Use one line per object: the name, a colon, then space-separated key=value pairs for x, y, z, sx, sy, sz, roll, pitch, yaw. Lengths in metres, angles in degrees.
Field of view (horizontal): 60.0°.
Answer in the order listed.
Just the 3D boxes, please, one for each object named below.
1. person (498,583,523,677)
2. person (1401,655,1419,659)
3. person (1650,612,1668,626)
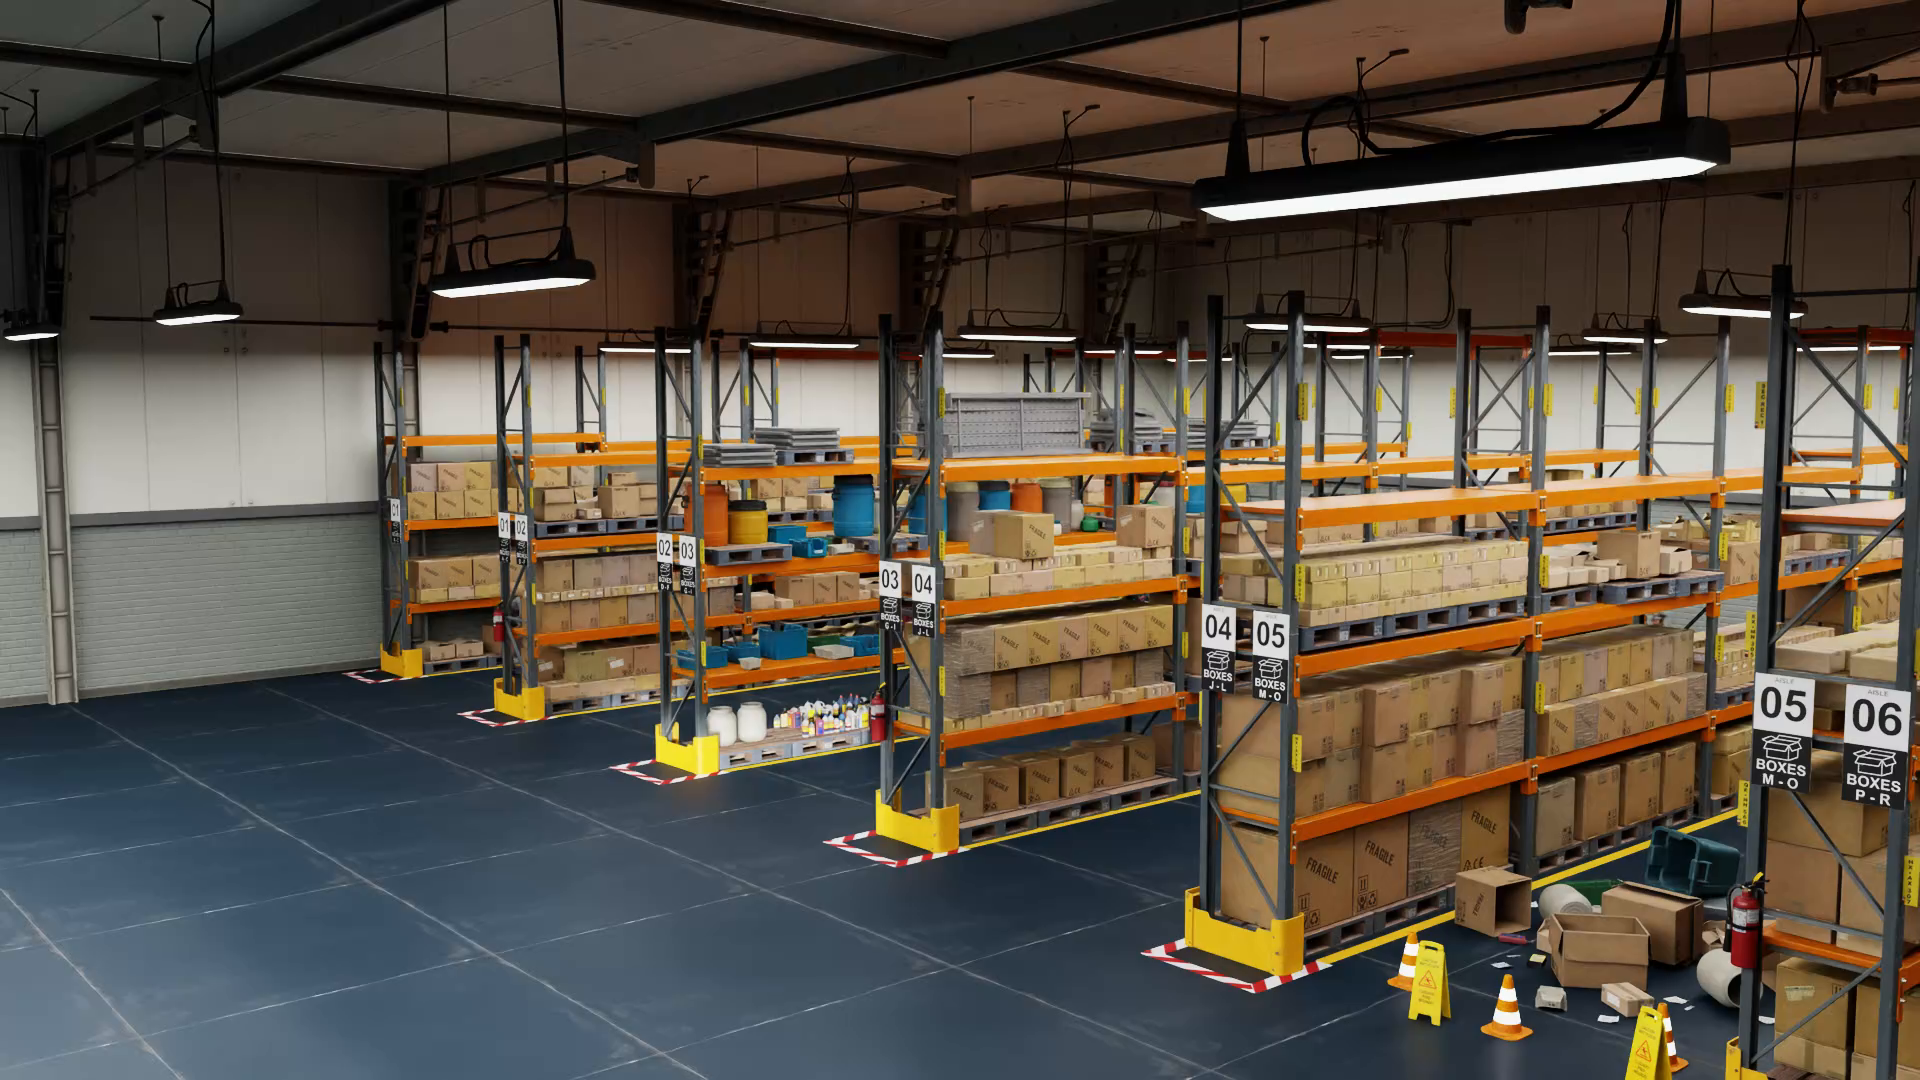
person: x=-7.992 y=1.598 z=29.977 sx=0.623 sy=1.702 sz=0.638 roll=5 pitch=7 yaw=41
person: x=5.883 y=2.348 z=21.834 sx=0.491 sy=1.675 sz=0.523 roll=-4 pitch=6 yaw=-34
person: x=11.059 y=1.931 z=26.395 sx=1.049 sy=1.620 sz=0.527 roll=-4 pitch=7 yaw=-41
